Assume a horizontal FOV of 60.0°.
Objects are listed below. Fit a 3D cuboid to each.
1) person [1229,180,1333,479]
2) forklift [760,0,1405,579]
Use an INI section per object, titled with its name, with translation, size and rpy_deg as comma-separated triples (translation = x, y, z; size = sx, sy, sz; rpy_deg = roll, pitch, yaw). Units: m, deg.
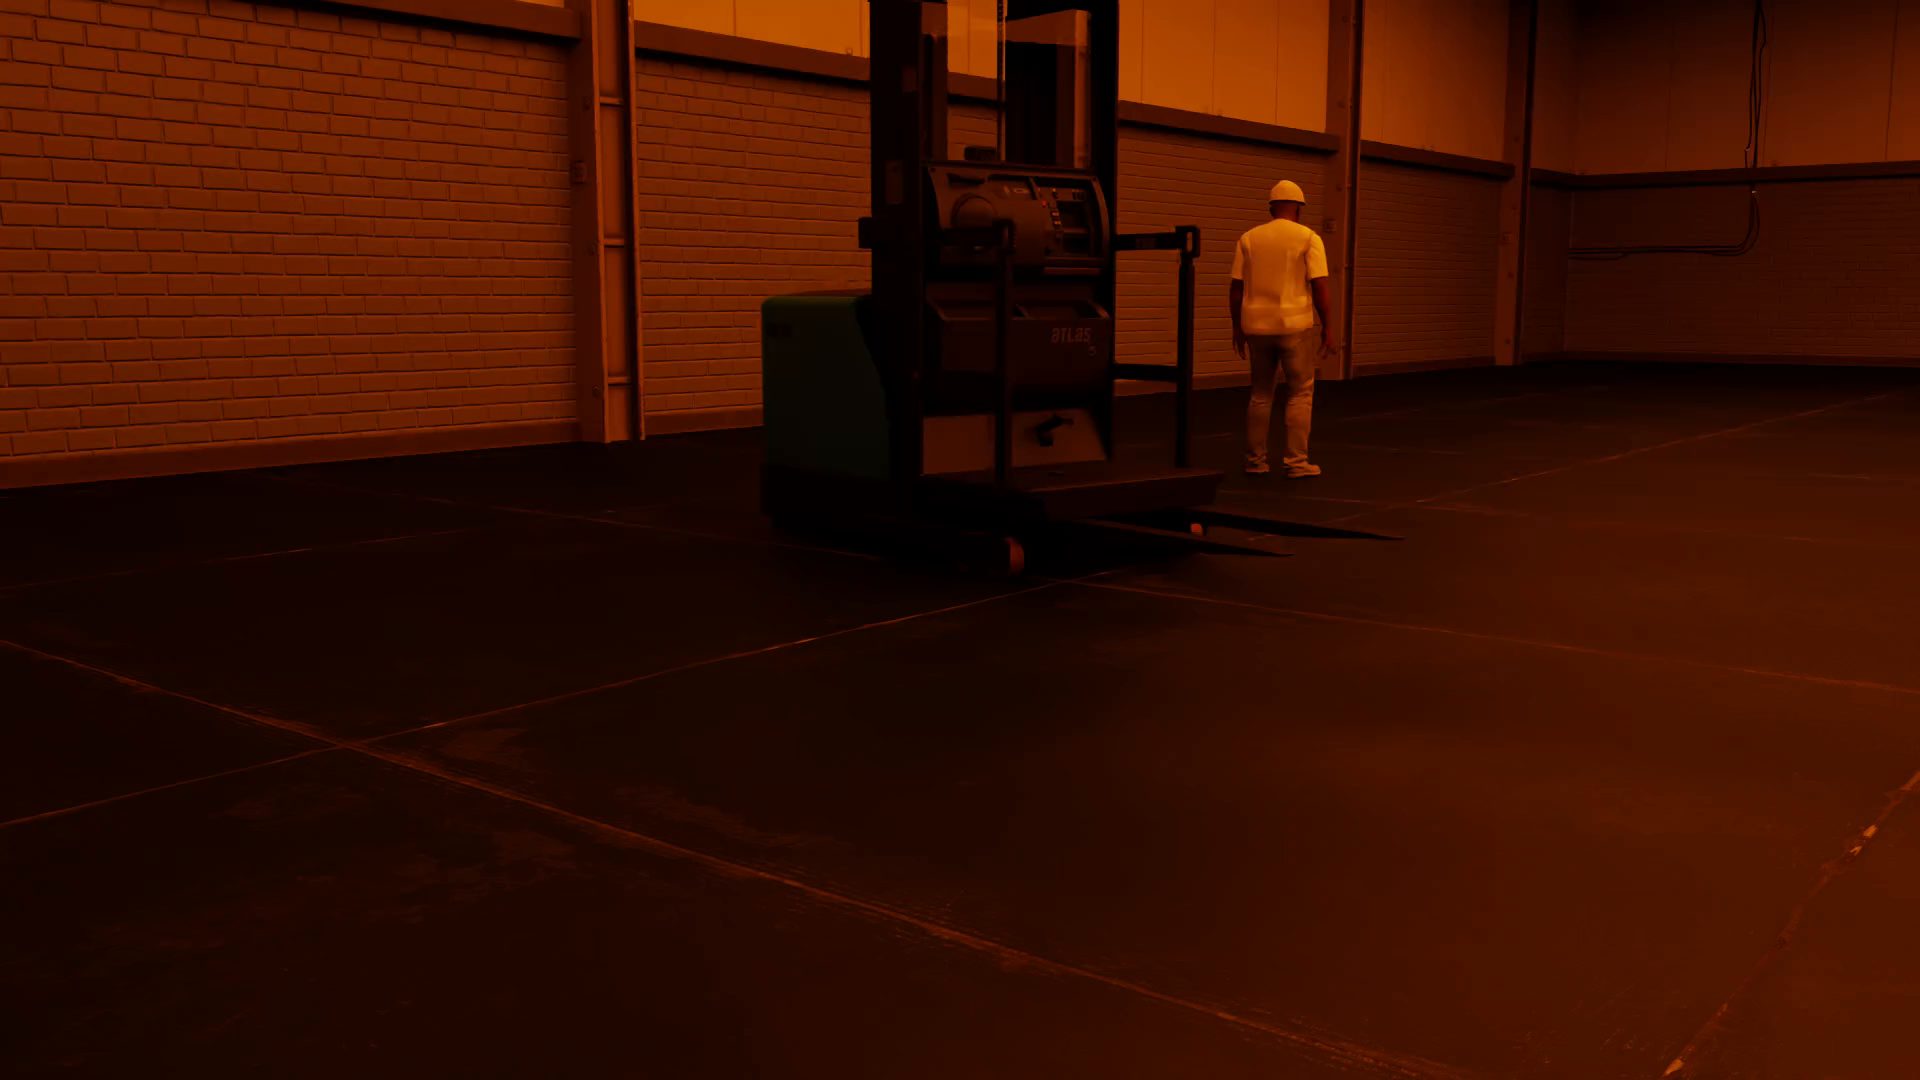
[person]
translation = 1.928, -1.259, 9.960
size = 0.634, 1.762, 0.442
rpy_deg = 6, 10, 36
[forklift]
translation = 0.385, -1.382, 6.724
size = 1.130, 2.935, 3.031
rpy_deg = -7, 11, -38
